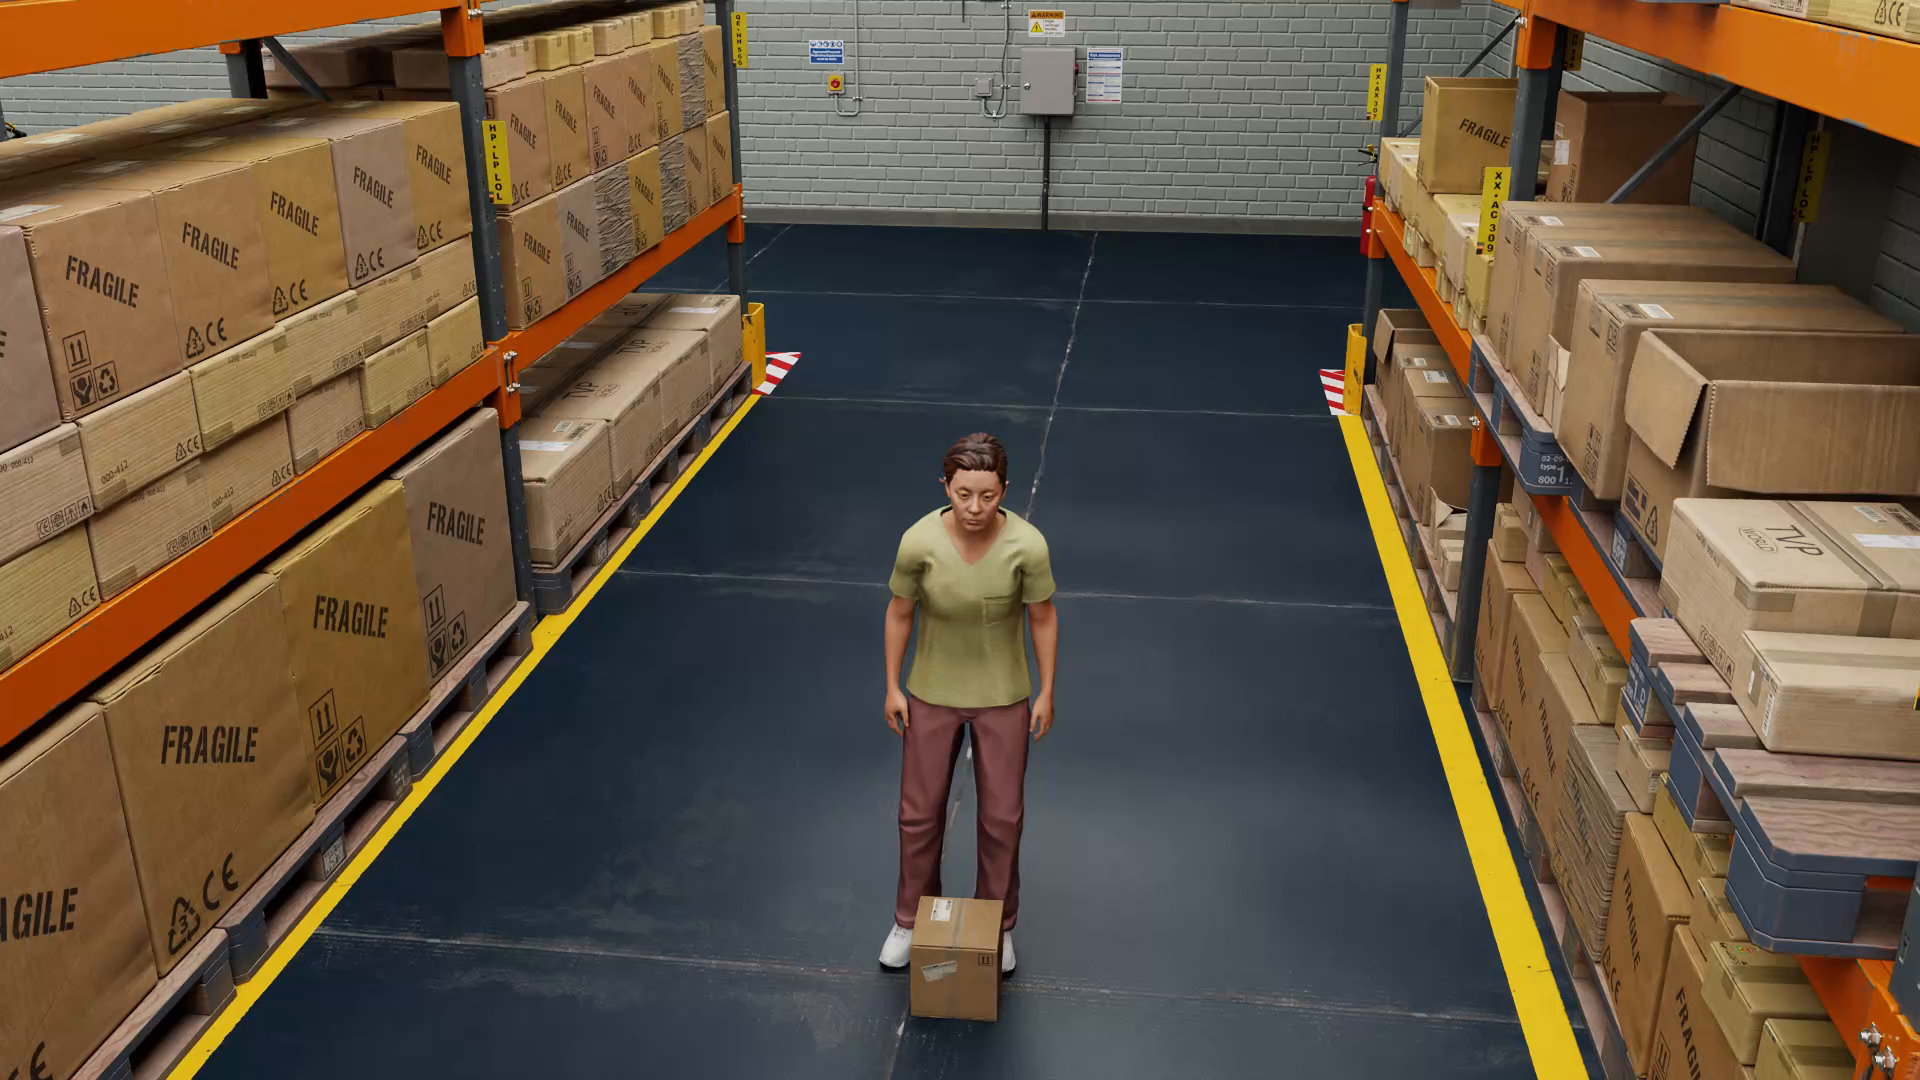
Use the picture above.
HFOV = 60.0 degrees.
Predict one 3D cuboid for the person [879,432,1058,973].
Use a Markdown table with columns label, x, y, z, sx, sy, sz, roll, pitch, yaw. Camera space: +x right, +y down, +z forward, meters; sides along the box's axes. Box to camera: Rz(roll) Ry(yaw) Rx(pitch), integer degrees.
| label | x | y | z | sx | sy | sz | roll | pitch | yaw |
| --- | --- | --- | --- | --- | --- | --- | --- | --- | --- |
| person | 0.022 | 0.477 | 4.861 | 0.521 | 1.672 | 0.357 | 1 | 21 | 3 |
